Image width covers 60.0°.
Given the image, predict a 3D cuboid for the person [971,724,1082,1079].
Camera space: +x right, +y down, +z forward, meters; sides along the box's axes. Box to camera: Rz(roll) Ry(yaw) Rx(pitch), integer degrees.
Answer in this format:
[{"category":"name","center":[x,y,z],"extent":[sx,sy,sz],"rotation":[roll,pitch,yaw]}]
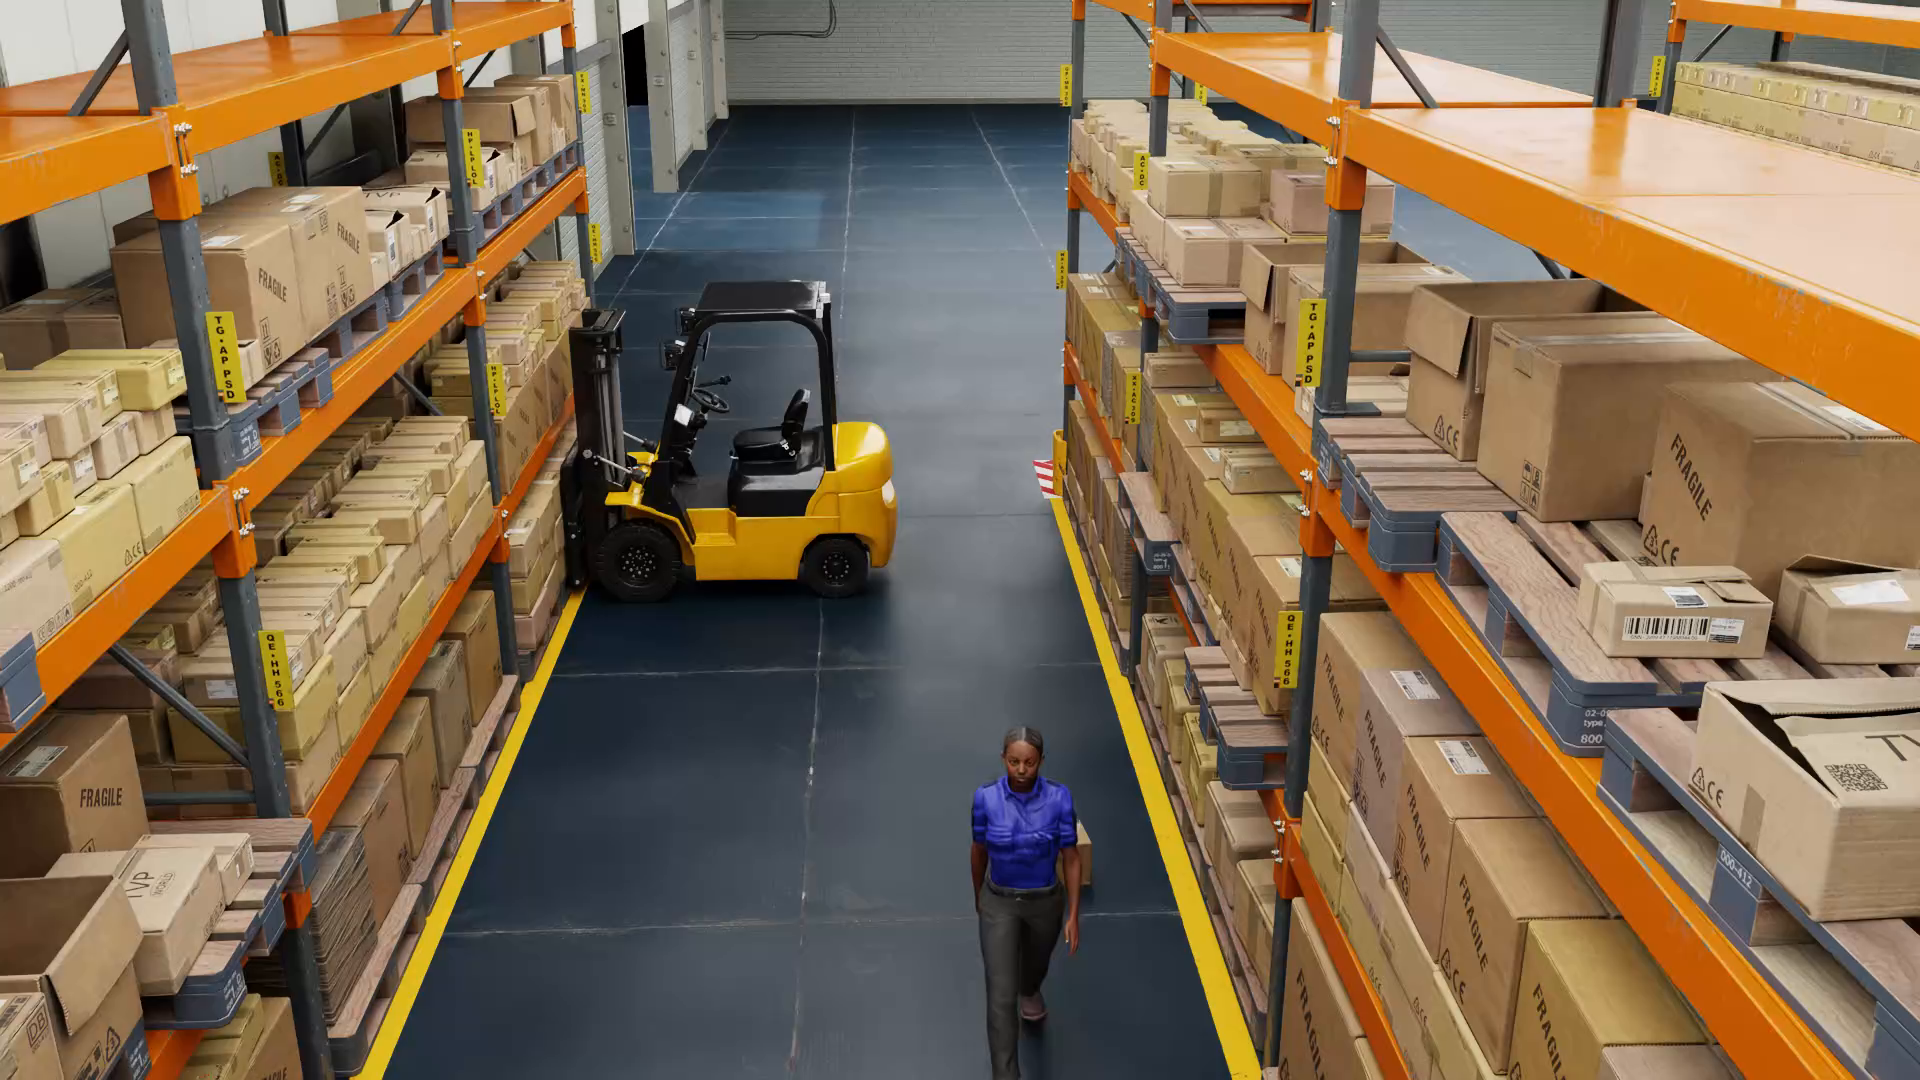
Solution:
[{"category":"person","center":[0.278,1.533,6.982],"extent":[0.457,1.600,0.989],"rotation":[-1,21,-2]}]
